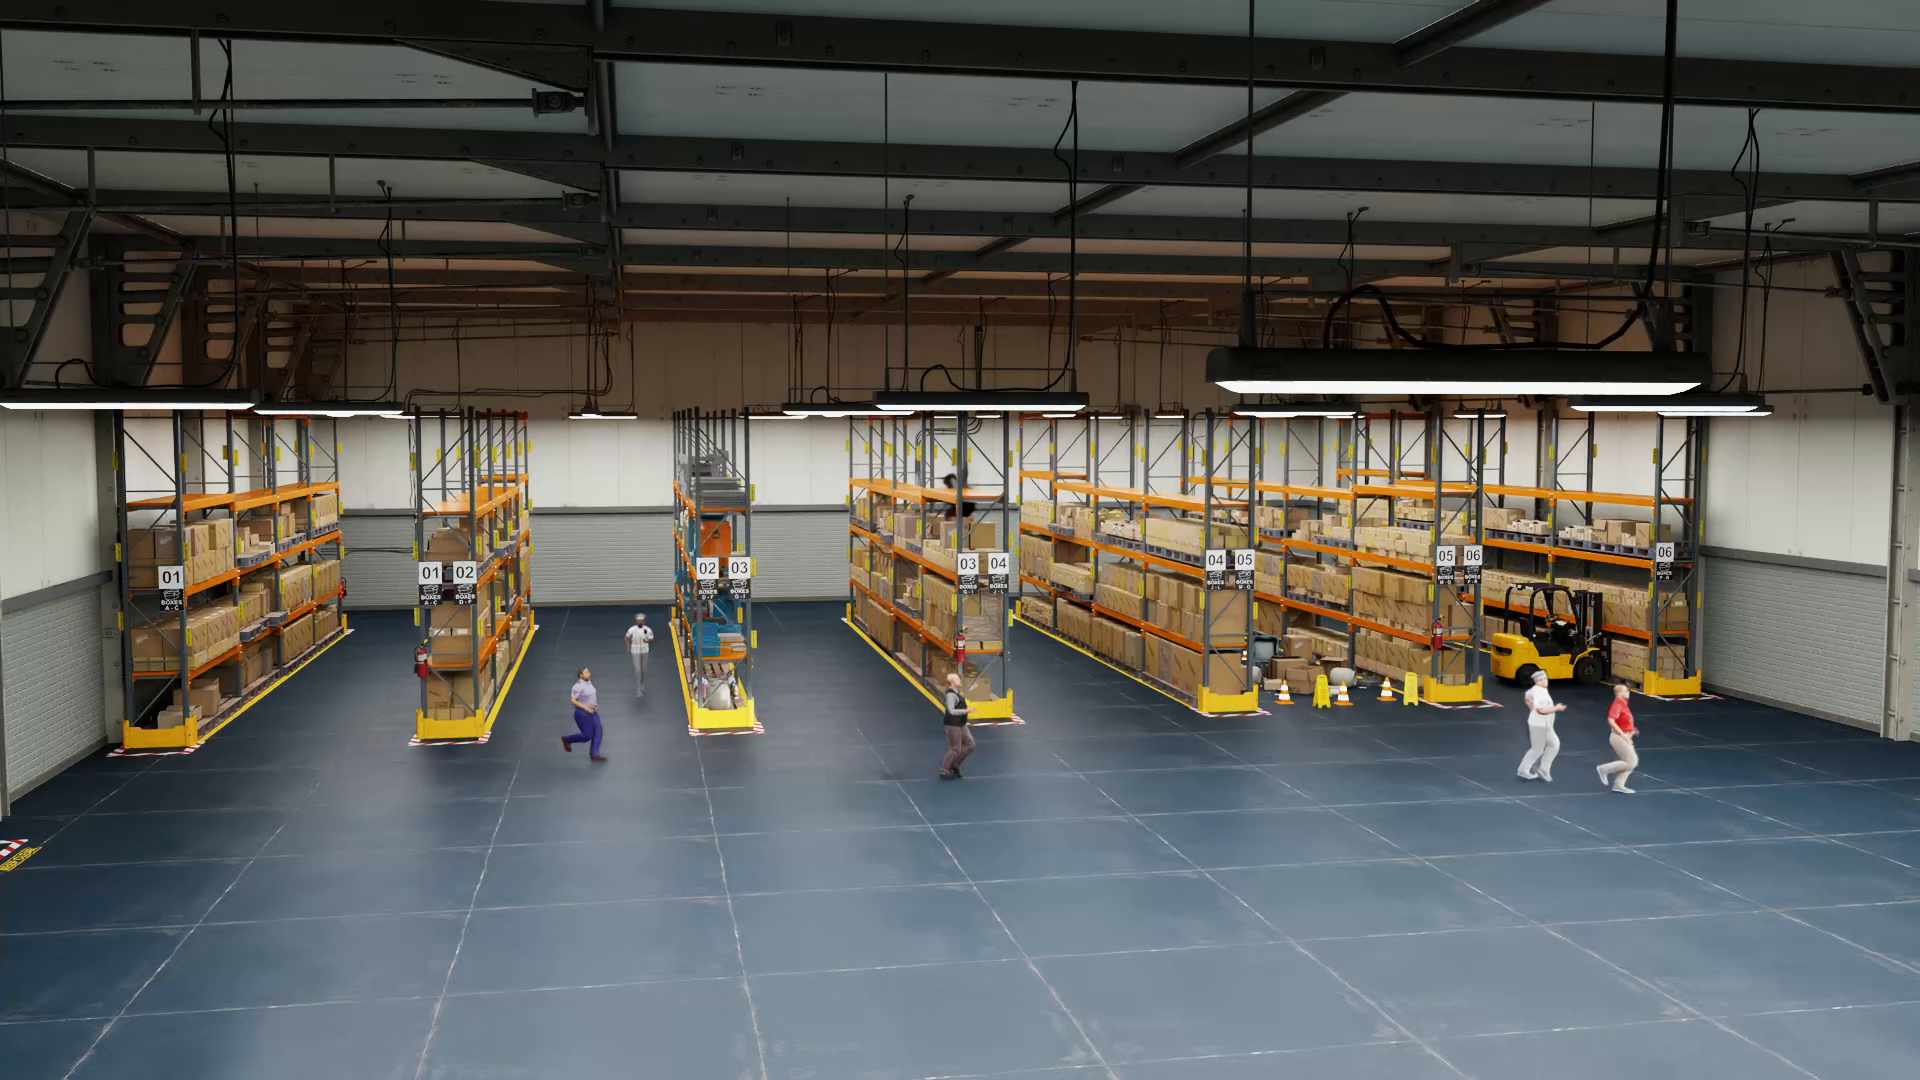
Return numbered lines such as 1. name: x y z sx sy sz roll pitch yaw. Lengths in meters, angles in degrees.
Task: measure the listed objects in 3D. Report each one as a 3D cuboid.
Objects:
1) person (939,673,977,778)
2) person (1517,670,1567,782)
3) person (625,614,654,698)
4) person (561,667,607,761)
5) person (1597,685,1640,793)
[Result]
1. person: -0.020 2.983 26.573 0.647 1.717 0.642 1 4 12
2. person: 9.243 2.972 26.401 0.726 1.840 0.640 2 4 24
3. person: -6.689 2.393 34.790 0.562 1.709 0.885 -2 4 -20
4. person: -6.321 2.940 28.083 0.769 1.592 0.621 1 4 17
5. person: 10.159 3.066 25.656 0.599 1.684 0.670 2 4 23
